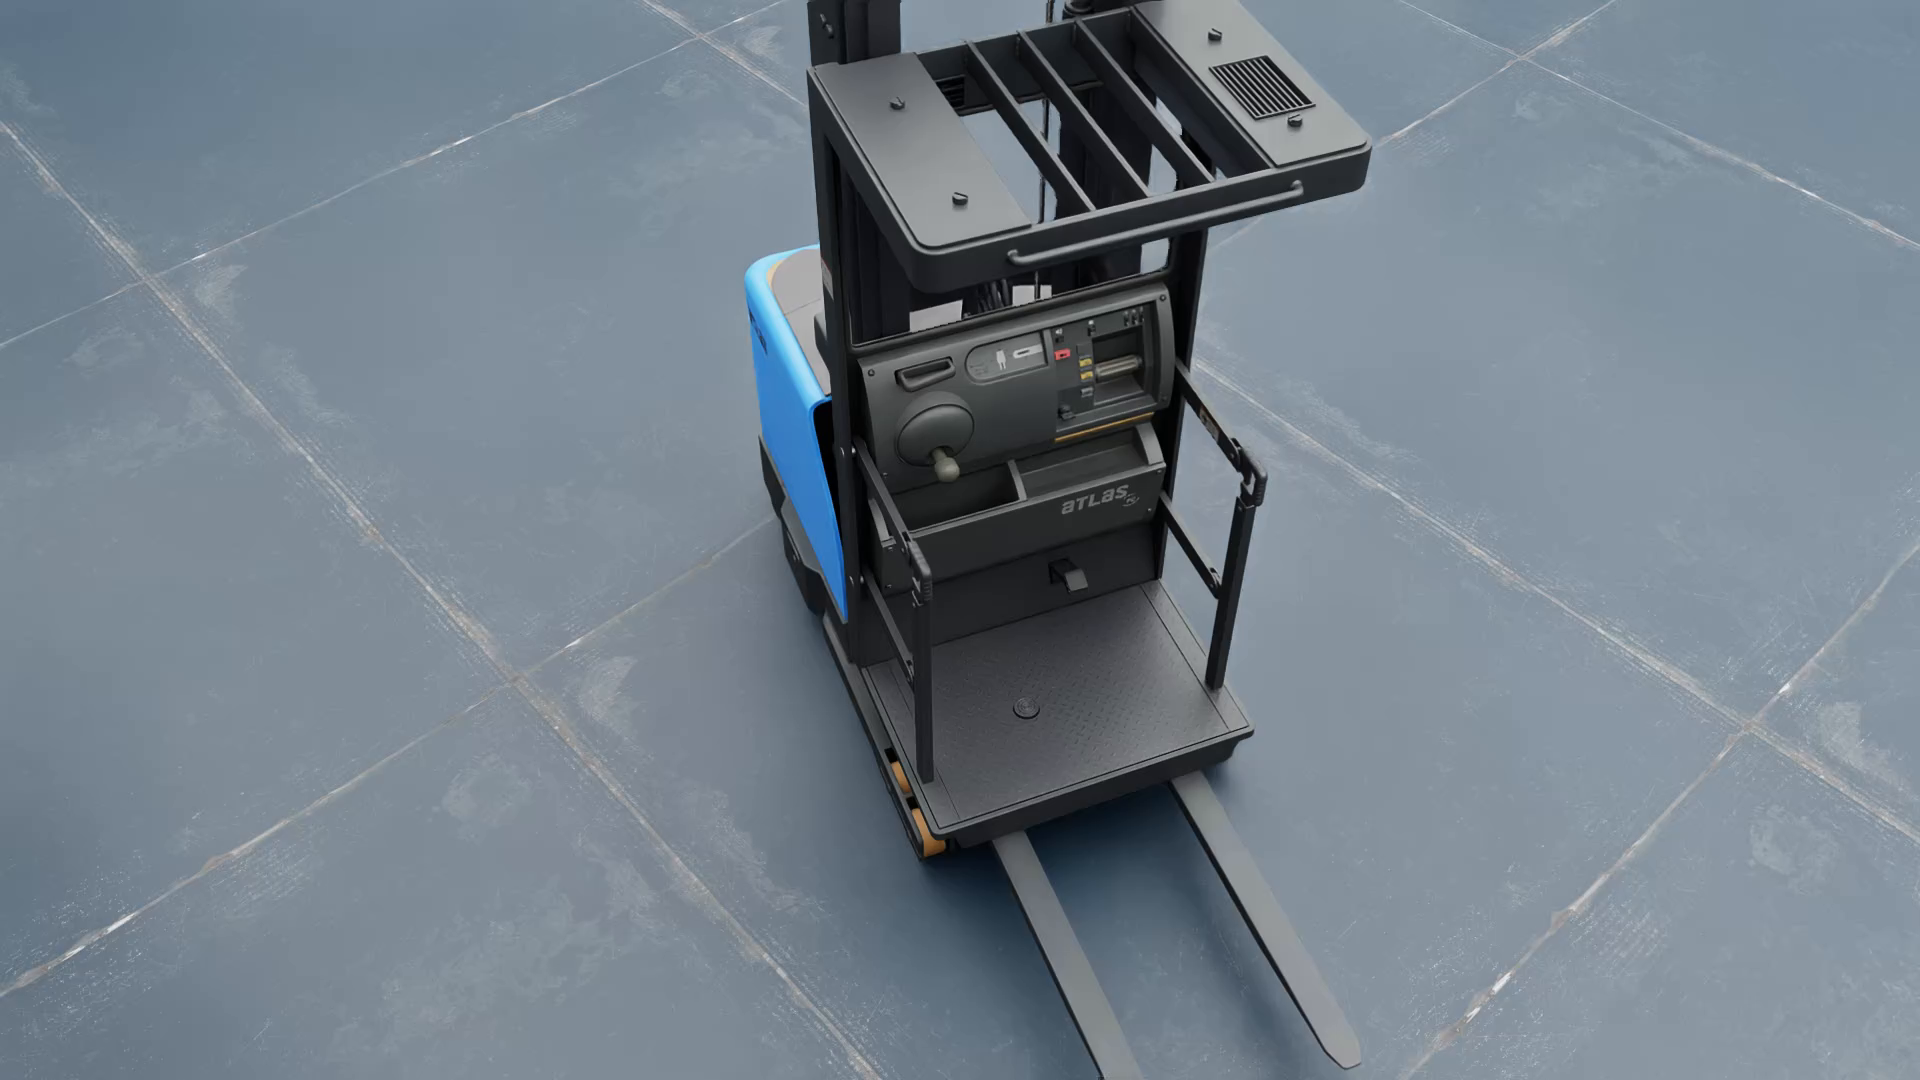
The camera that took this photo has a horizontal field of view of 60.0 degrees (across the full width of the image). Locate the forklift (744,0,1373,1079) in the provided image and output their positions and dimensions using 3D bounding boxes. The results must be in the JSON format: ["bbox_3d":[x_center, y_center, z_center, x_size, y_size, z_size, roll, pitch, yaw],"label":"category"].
[{"bbox_3d":[0.256,-0.341,4.570,1.130,2.935,3.031,-16,49,-14],"label":"forklift"}]
